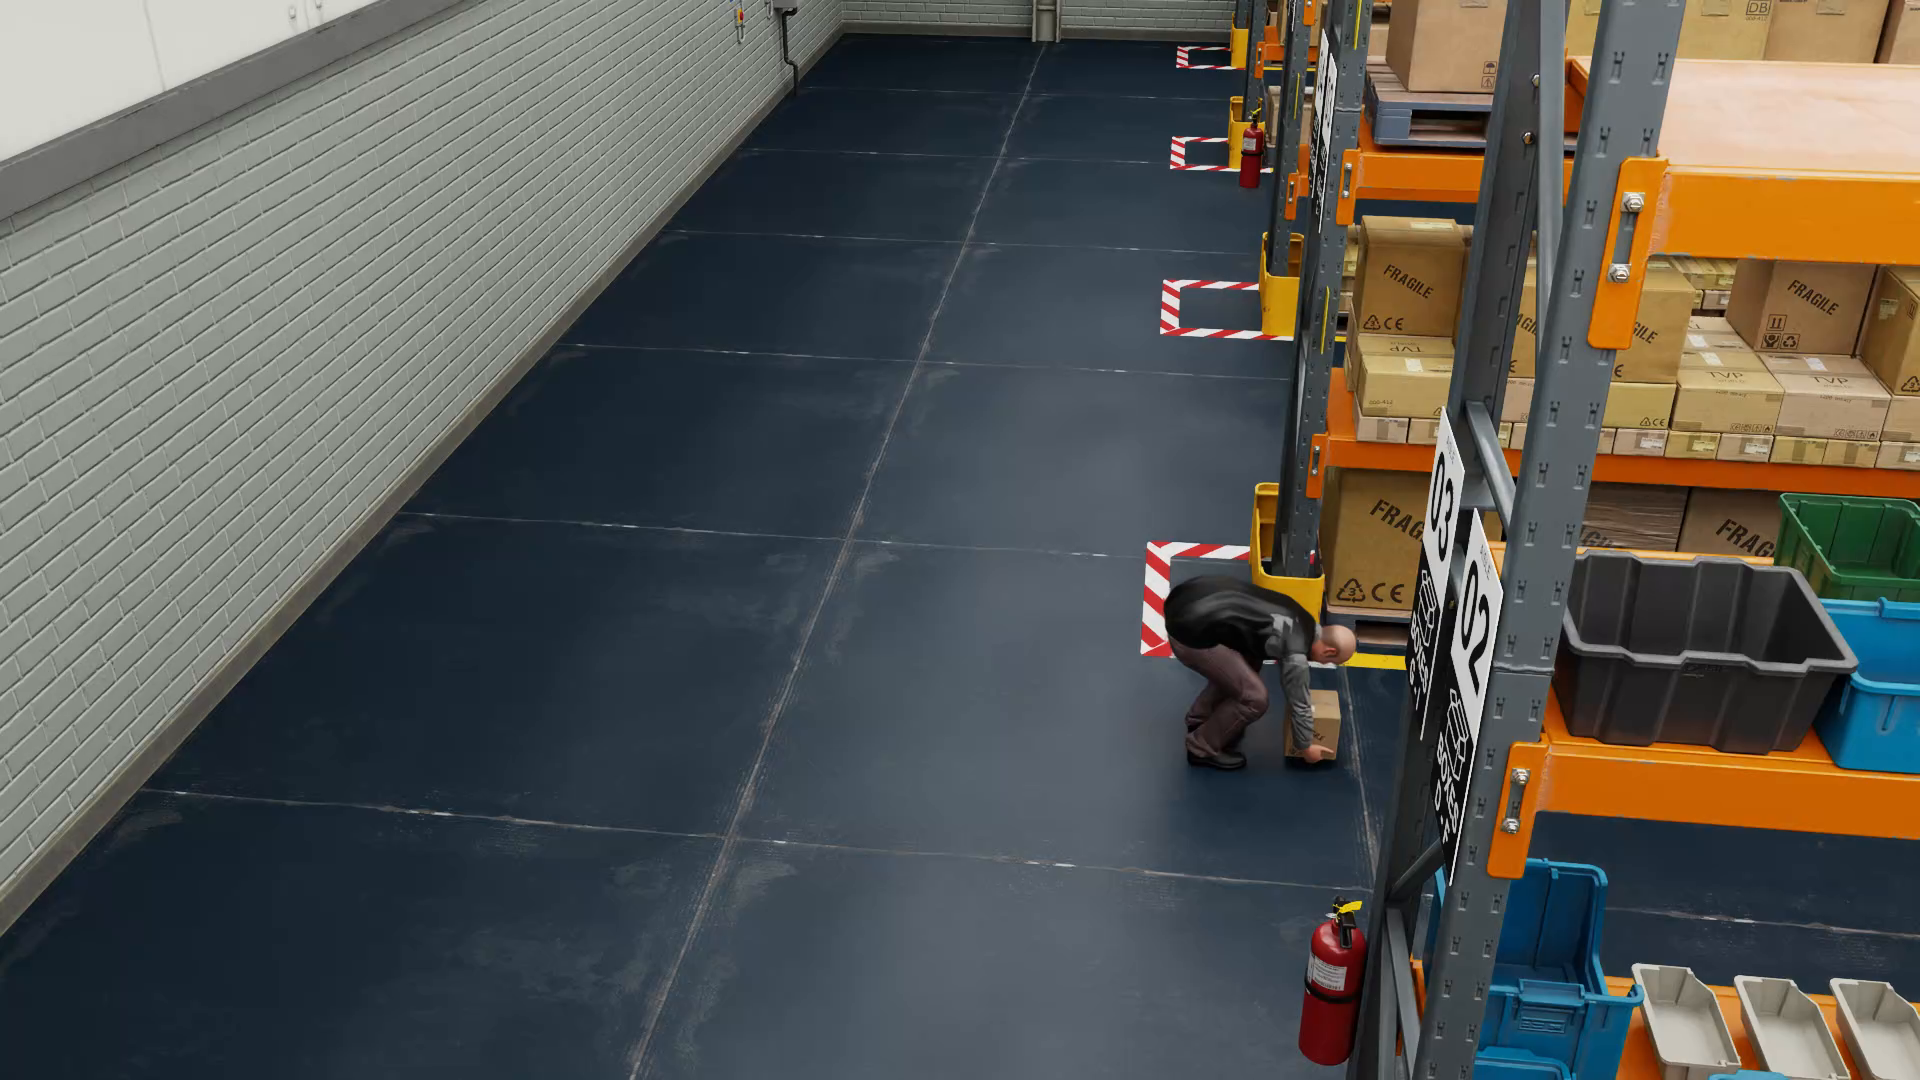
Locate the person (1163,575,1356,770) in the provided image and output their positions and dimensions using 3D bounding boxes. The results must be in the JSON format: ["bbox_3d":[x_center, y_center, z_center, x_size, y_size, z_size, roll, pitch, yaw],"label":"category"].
[{"bbox_3d":[1.469,0.645,8.260,0.944,0.951,0.511,2,28,4],"label":"person"}]
